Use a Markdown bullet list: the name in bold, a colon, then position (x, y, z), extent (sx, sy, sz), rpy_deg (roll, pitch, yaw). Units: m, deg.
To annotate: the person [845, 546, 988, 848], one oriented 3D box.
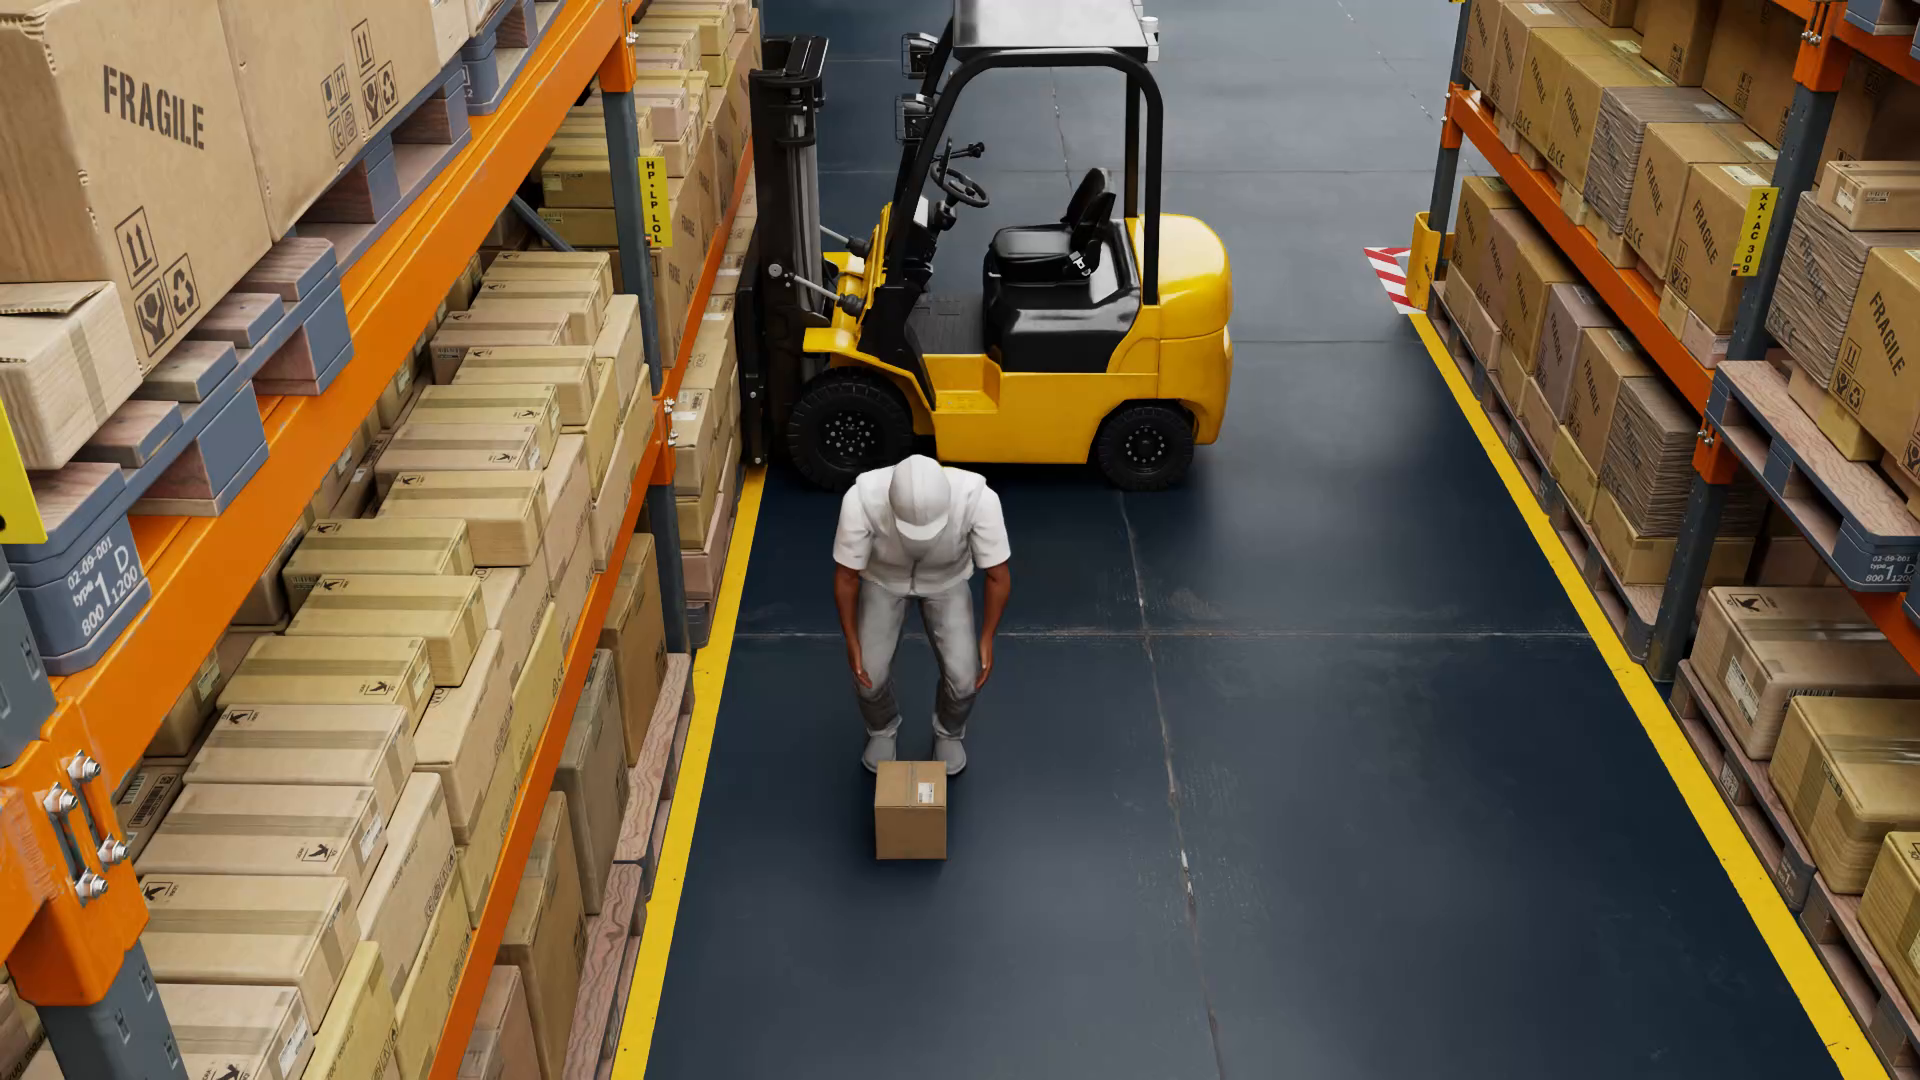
- **person**: position (-0.163, 0.553, 6.079), extent (0.513, 0.886, 0.967), rpy_deg (0, 31, -1)
